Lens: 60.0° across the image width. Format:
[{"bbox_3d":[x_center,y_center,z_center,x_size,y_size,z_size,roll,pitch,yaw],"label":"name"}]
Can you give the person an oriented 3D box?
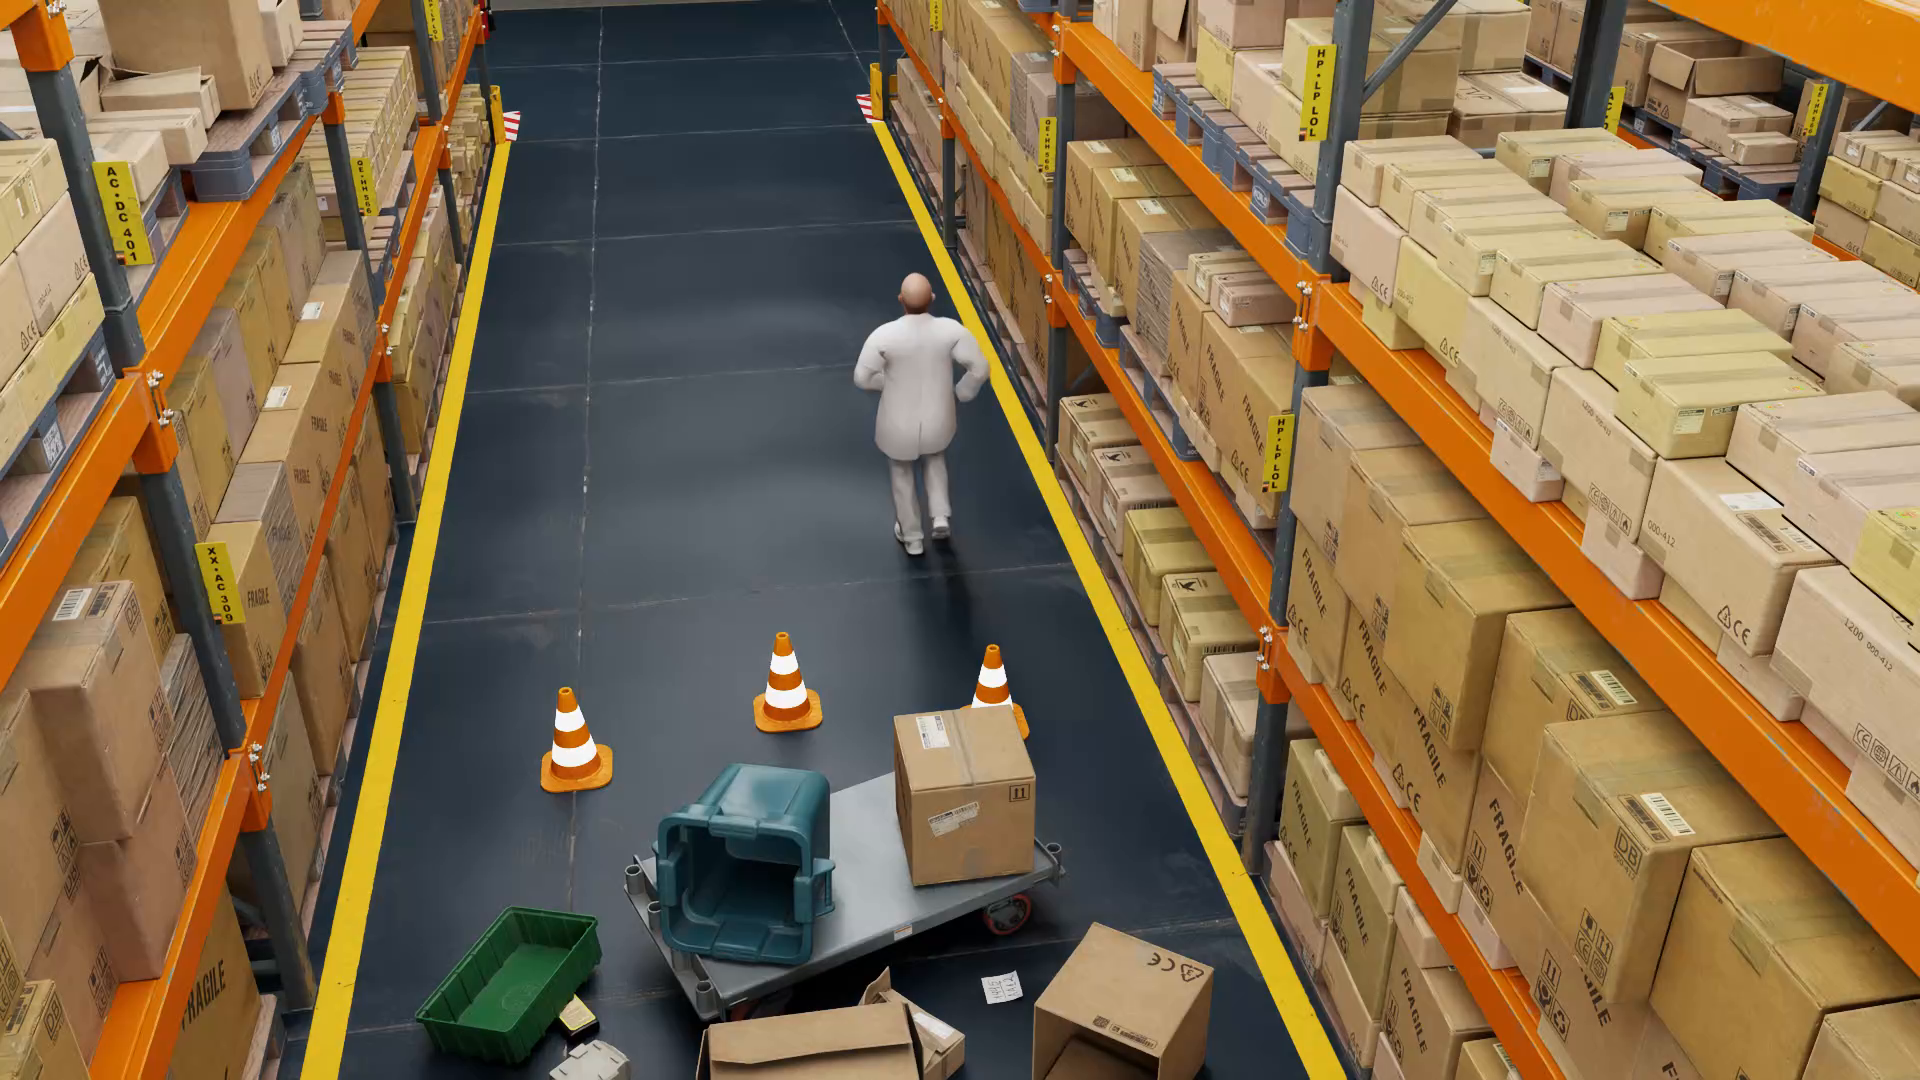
[{"bbox_3d":[-0.236,-0.726,9.445,0.745,1.750,0.545,-6,31,-10],"label":"person"}]
